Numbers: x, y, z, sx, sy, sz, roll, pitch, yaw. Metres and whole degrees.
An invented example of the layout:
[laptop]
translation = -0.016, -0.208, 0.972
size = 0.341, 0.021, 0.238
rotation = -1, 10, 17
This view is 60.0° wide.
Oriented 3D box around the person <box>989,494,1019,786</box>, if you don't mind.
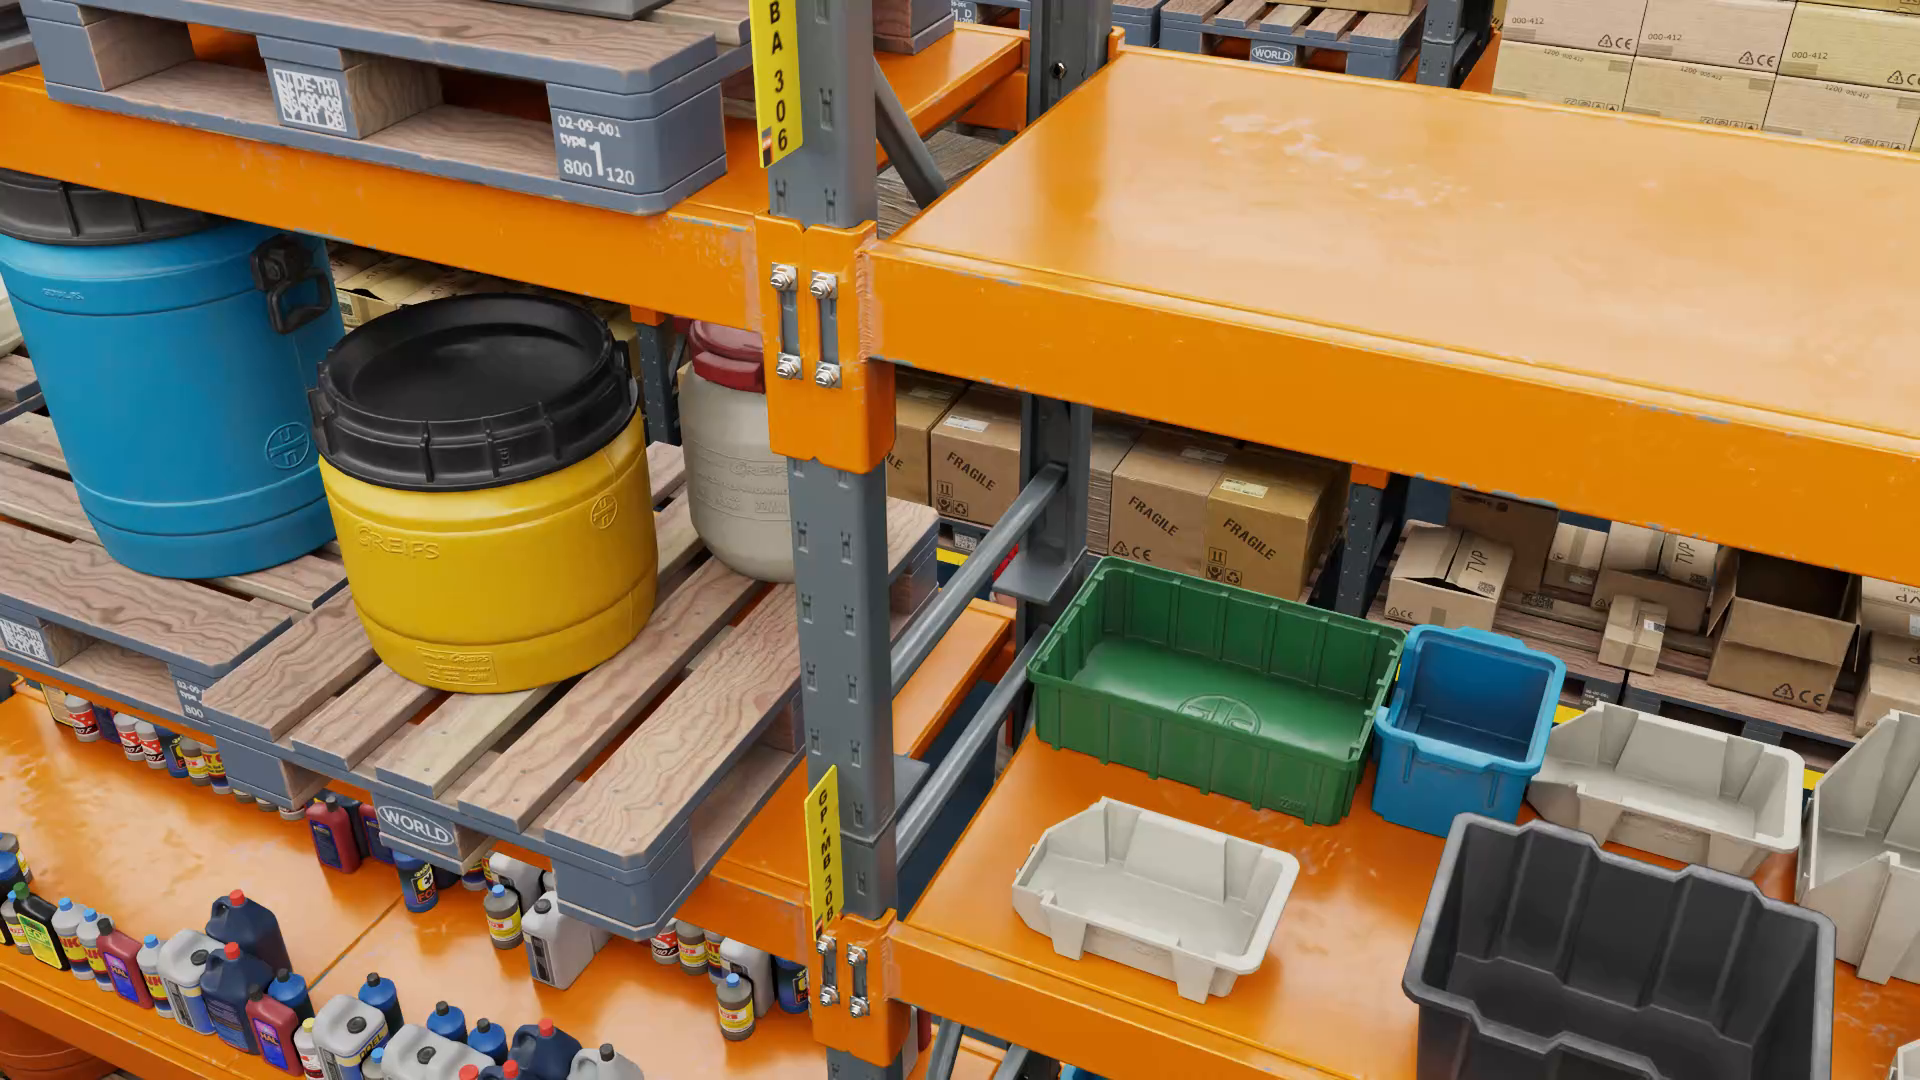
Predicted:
[person]
translation = 0.335, 0.340, 6.982
size = 0.394, 1.727, 0.587
rotation = 15, 36, 21
